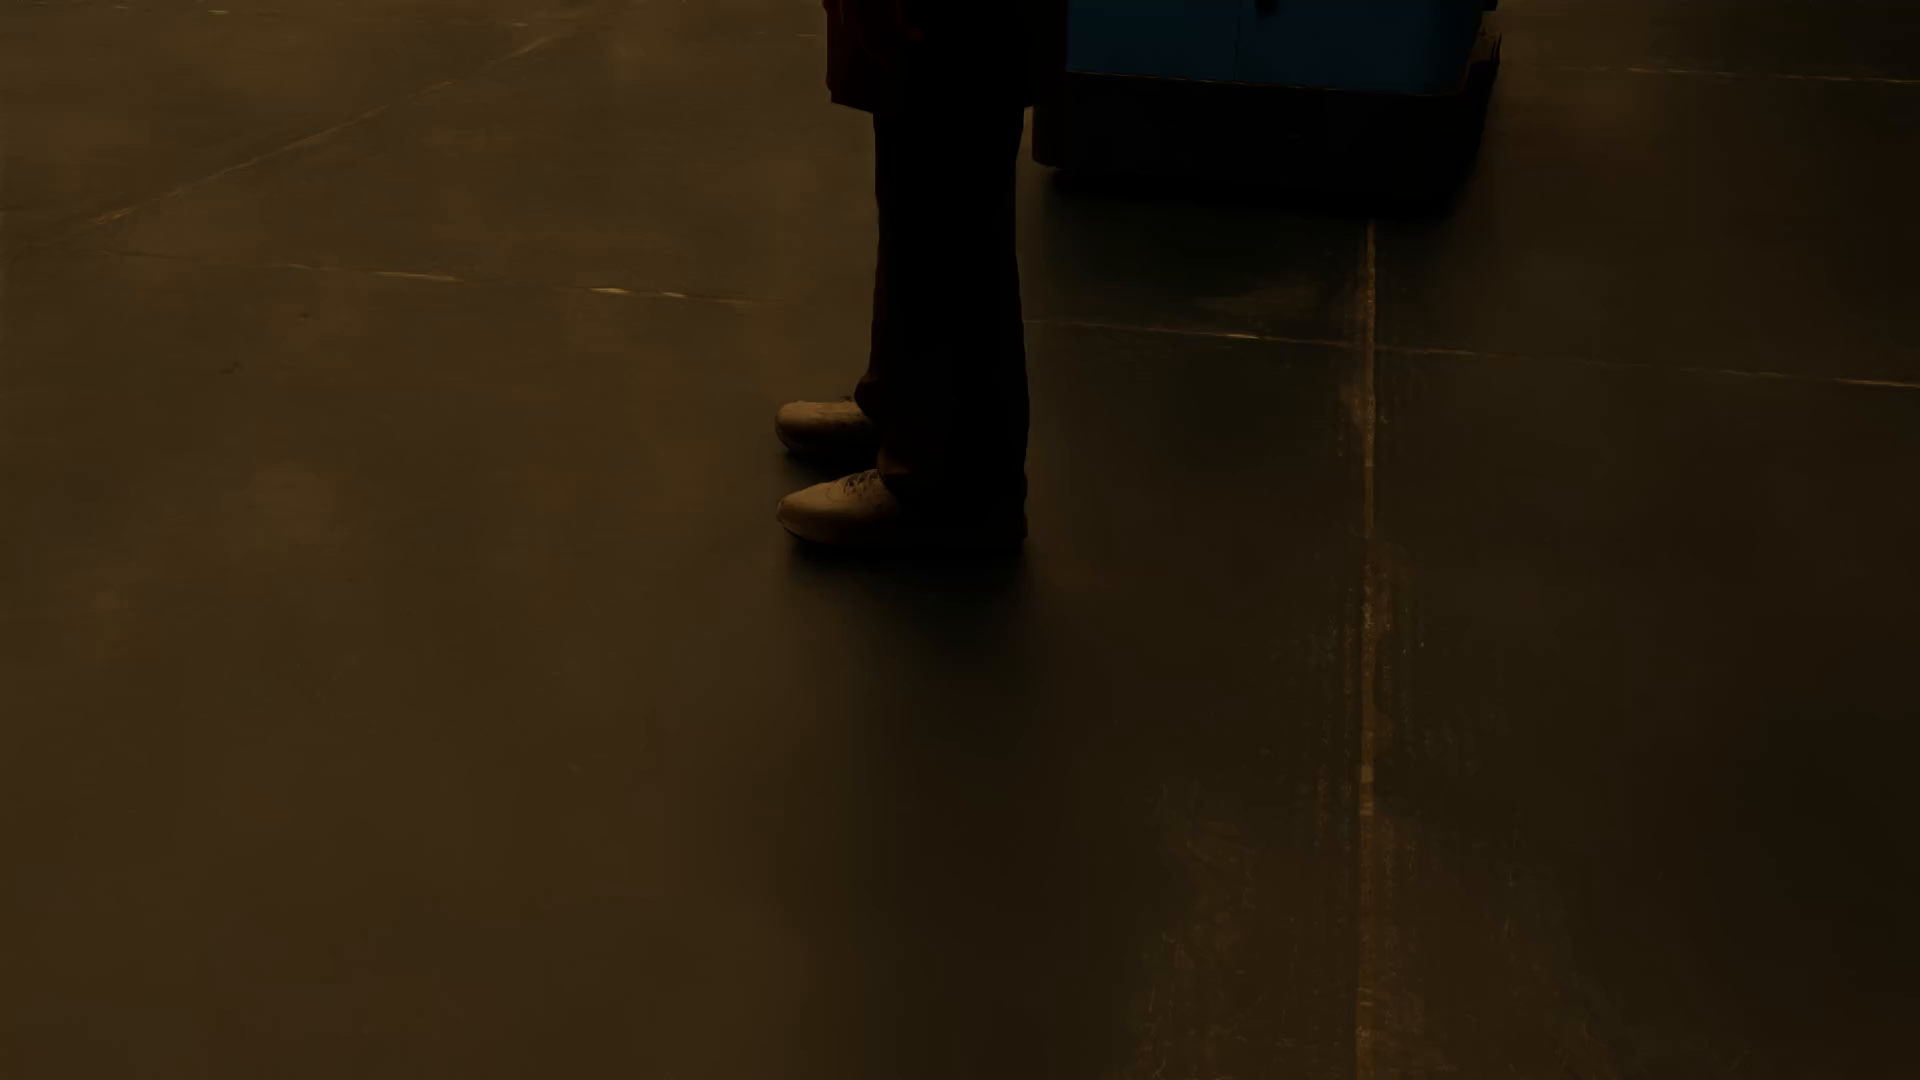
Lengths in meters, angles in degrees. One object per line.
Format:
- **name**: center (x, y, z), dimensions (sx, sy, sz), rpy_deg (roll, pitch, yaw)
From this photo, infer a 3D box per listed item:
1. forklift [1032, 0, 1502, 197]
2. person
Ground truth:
- **forklift**: center (1.143, -2.769, 4.735), dimensions (1.130, 2.935, 3.031), rpy_deg (9, 28, 17)
- **person**: center (-0.088, -0.811, 2.118), dimensions (0.580, 1.776, 0.694), rpy_deg (6, 27, 11)
